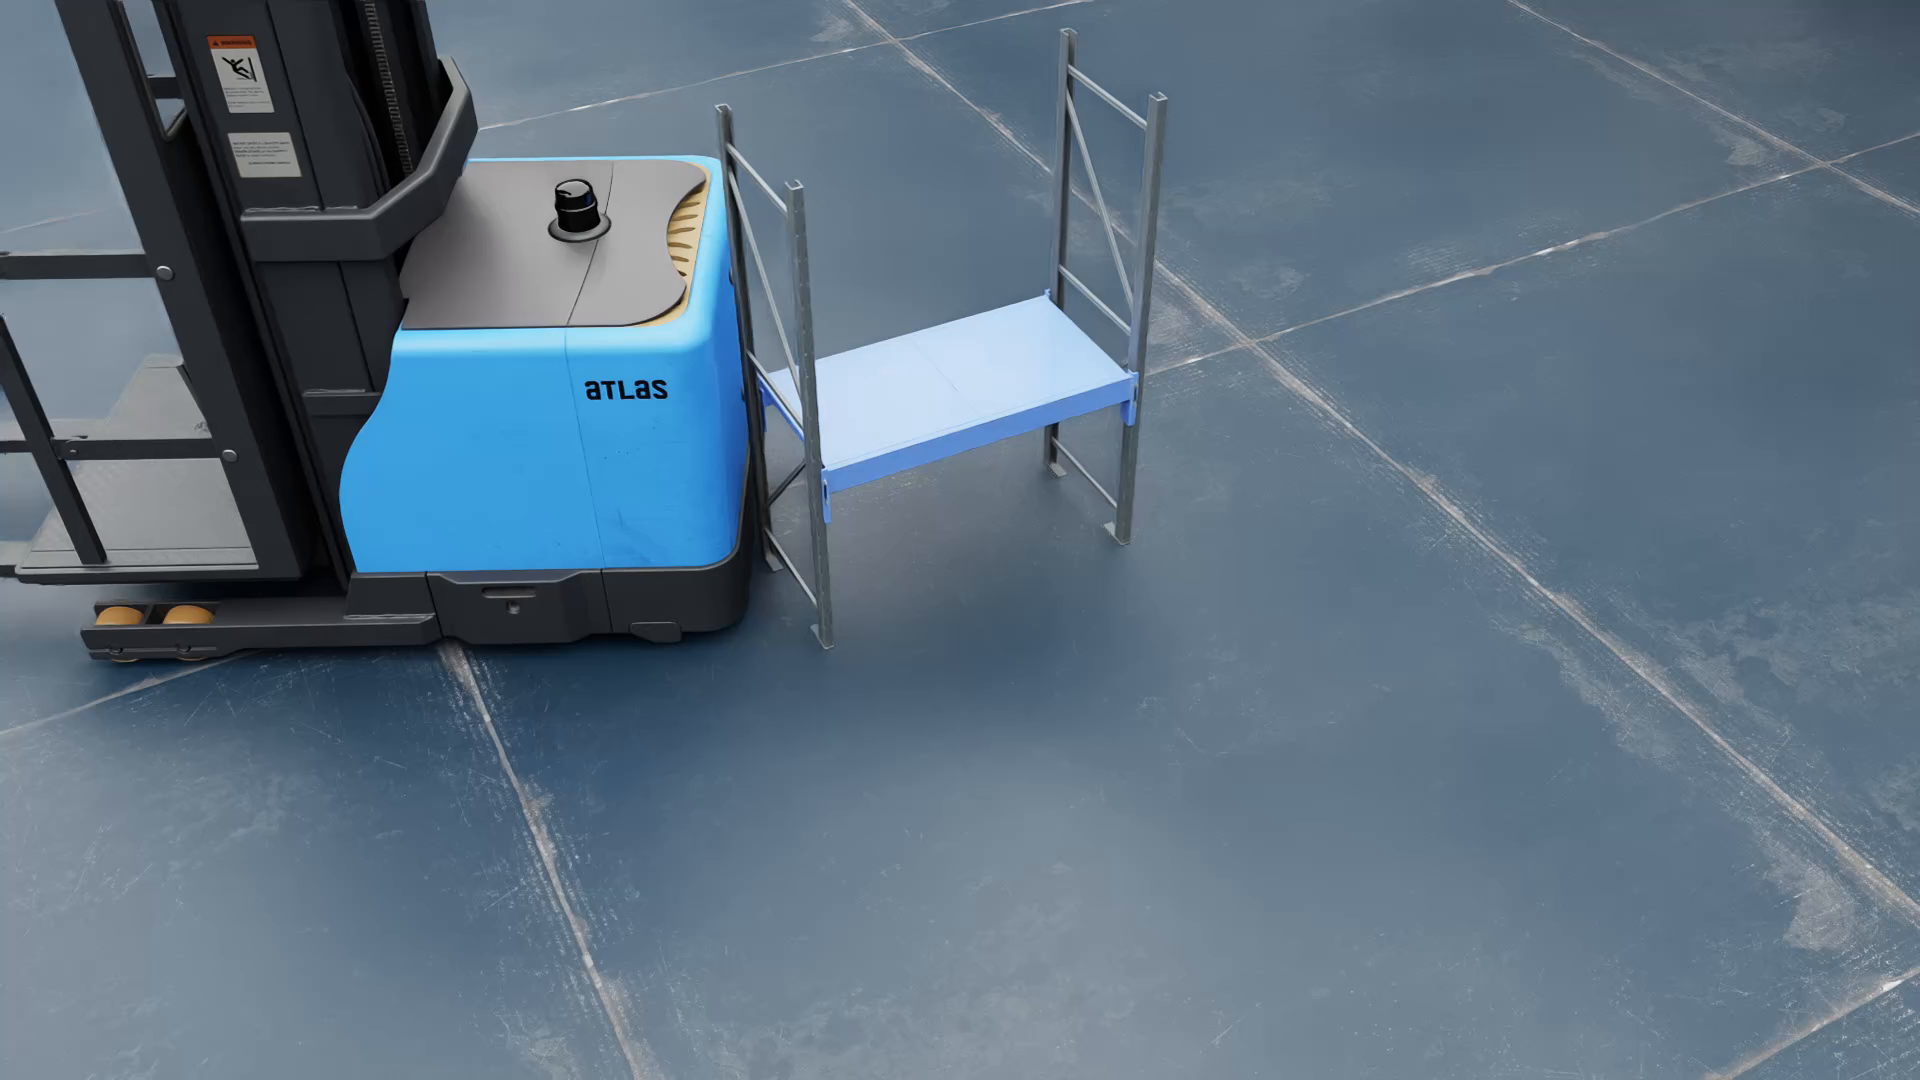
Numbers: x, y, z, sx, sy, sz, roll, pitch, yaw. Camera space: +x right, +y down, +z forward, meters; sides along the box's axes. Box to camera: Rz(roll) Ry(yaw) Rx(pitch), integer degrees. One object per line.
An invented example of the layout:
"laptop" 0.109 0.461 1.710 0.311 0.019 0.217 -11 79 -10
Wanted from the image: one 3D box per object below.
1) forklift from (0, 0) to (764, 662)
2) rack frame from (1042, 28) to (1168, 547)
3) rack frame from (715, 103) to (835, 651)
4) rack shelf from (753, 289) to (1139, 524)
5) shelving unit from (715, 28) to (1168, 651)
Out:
"forklift" -2.156 -1.111 4.294 3.031 2.935 1.130 -1 40 -1
"rack frame" 0.406 -0.699 4.915 0.032 1.500 0.500 -19 44 -21
"rack frame" -0.496 -0.396 4.557 0.032 1.500 0.500 -19 44 -21
"rack shelf" -0.045 -0.410 4.852 1.000 0.185 0.538 -19 44 -21
"shelving unit" -0.045 -0.547 4.736 1.048 1.500 0.538 -19 44 -21
